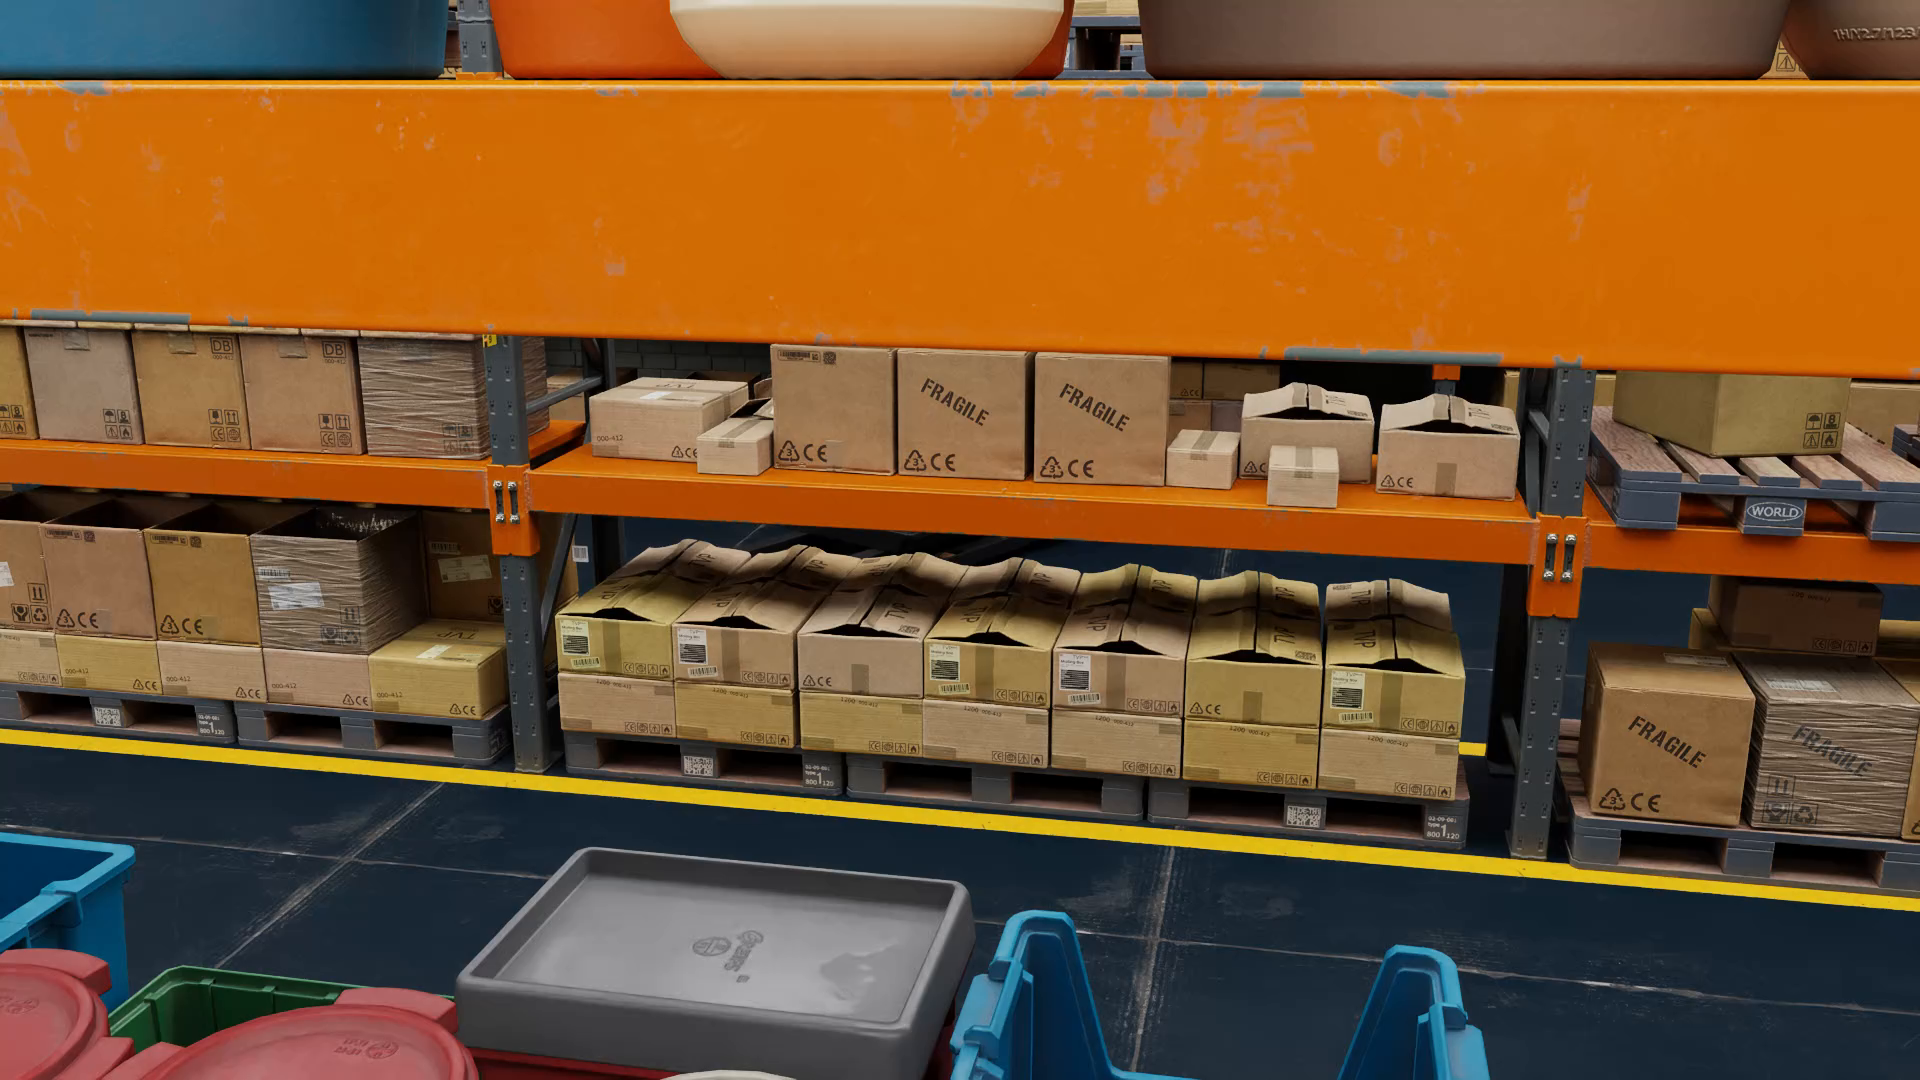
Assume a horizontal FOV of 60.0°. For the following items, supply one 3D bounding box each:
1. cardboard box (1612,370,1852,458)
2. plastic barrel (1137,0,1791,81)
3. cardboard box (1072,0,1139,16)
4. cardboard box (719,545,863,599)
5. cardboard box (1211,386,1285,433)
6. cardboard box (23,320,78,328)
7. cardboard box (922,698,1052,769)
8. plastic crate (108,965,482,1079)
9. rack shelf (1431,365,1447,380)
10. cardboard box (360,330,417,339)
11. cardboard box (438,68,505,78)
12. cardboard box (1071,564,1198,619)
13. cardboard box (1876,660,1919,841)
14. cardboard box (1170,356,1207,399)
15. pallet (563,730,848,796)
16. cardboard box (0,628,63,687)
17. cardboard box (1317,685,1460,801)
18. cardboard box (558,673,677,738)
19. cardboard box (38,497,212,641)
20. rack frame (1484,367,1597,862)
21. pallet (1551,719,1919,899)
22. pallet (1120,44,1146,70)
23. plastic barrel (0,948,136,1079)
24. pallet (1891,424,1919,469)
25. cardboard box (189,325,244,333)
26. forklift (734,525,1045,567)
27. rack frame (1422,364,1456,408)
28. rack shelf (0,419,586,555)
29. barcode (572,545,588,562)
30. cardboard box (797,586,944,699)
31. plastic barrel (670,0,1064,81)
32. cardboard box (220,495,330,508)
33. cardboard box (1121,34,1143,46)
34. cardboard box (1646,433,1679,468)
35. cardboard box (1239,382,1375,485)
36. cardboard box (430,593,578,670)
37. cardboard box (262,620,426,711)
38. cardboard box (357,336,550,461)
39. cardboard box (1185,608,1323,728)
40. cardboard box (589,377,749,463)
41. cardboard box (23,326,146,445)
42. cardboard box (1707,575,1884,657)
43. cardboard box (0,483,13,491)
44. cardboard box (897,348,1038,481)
[{"bbox_3d":[2.855,-0.630,6.174,0.500,0.500,0.700,-2,16,-8],"label":"cardboard box"},{"bbox_3d":[0.463,-0.876,1.476,0.600,0.901,0.600,0,15,0],"label":"plastic barrel"},{"bbox_3d":[0.684,-2.025,6.060,0.500,0.250,0.500,3,16,10],"label":"cardboard box"},{"bbox_3d":[-0.739,0.229,7.361,0.500,0.311,0.500,4,16,13],"label":"cardboard box"},{"bbox_3d":[2.001,-0.770,11.510,0.500,0.500,0.700,3,16,11],"label":"cardboard box"},{"bbox_3d":[-3.776,-1.011,7.120,0.250,0.149,0.380,3,16,12],"label":"cardboard box"},{"bbox_3d":[0.149,0.694,6.731,0.500,0.250,0.500,3,16,12],"label":"cardboard box"},{"bbox_3d":[-0.932,0.820,2.310,0.662,0.188,0.450,3,16,11],"label":"plastic crate"},{"bbox_3d":[1.239,-1.439,11.417,4.000,0.370,1.077,3,16,11],"label":"rack shelf"},{"bbox_3d":[-2.255,-0.929,6.826,0.250,0.149,0.380,3,16,10],"label":"cardboard box"},{"bbox_3d":[-3.334,-3.461,11.524,0.500,0.500,0.500,4,16,14],"label":"cardboard box"},{"bbox_3d":[0.745,0.311,7.065,0.500,0.311,0.500,3,16,10],"label":"cardboard box"},{"bbox_3d":[3.609,0.762,5.979,0.500,0.500,0.500,3,16,10],"label":"cardboard box"},{"bbox_3d":[1.432,-1.146,11.464,0.500,0.250,0.500,3,16,11],"label":"cardboard box"},{"bbox_3d":[-0.975,0.776,7.294,1.213,0.211,1.003,3,16,11],"label":"pallet"},{"bbox_3d":[-4.162,0.453,7.603,0.500,0.250,0.500,3,16,11],"label":"cardboard box"},{"bbox_3d":[1.651,0.775,6.440,0.500,0.250,0.500,3,16,12],"label":"cardboard box"},{"bbox_3d":[-1.359,0.613,7.026,0.500,0.250,0.500,3,16,10],"label":"cardboard box"},{"bbox_3d":[-3.674,0.119,7.402,0.500,0.500,0.500,3,16,11],"label":"cardboard box"},{"bbox_3d":[2.215,-0.384,6.258,0.127,3.000,1.000,3,16,11],"label":"rack frame"},{"bbox_3d":[2.939,1.010,6.451,1.213,0.211,1.003,3,16,11],"label":"pallet"},{"bbox_3d":[0.880,-3.133,10.914,1.003,0.211,1.213,3,16,11],"label":"pallet"},{"bbox_3d":[-1.082,0.781,1.799,0.433,0.535,0.433,0,15,0],"label":"plastic barrel"},{"bbox_3d":[4.122,-0.189,5.915,1.213,0.211,1.003,3,16,11],"label":"pallet"},{"bbox_3d":[-3.010,-0.970,6.973,0.250,0.149,0.380,3,16,11],"label":"cardboard box"},{"bbox_3d":[-0.395,-1.283,9.633,1.130,2.935,3.031,12,20,37],"label":"forklift"},{"bbox_3d":[3.199,-1.680,10.937,0.127,3.000,1.000,3,16,11],"label":"rack frame"},{"bbox_3d":[-3.664,-0.356,7.506,4.000,0.370,1.077,3,16,11],"label":"rack shelf"},{"bbox_3d":[-1.537,0.056,6.731,0.075,0.075,0.001,3,16,11],"label":"barcode"},{"bbox_3d":[-0.352,0.398,6.748,0.500,0.311,0.500,3,16,9],"label":"cardboard box"},{"bbox_3d":[-0.068,-0.474,1.223,0.301,0.262,0.301,0,15,0],"label":"plastic barrel"},{"bbox_3d":[-3.076,0.005,7.814,0.500,0.500,0.500,3,16,11],"label":"cardboard box"},{"bbox_3d":[1.007,-3.473,10.818,0.500,0.500,0.500,3,16,9],"label":"cardboard box"},{"bbox_3d":[4.750,-0.724,10.729,0.750,0.750,0.750,3,16,11],"label":"cardboard box"},{"bbox_3d":[1.378,-0.439,6.625,0.500,0.311,0.500,3,16,10],"label":"cardboard box"},{"bbox_3d":[-2.098,0.422,7.713,0.500,0.250,0.500,3,16,11],"label":"cardboard box"},{"bbox_3d":[-2.690,0.530,7.325,0.500,0.250,0.500,3,16,11],"label":"cardboard box"},{"bbox_3d":[-2.141,-0.667,7.092,0.500,0.500,0.700,3,16,10],"label":"cardboard box"},{"bbox_3d":[1.142,0.479,6.456,0.500,0.311,0.500,3,16,10],"label":"cardboard box"},{"bbox_3d":[-1.213,-0.509,6.993,0.500,0.250,0.500,4,16,15],"label":"cardboard box"},{"bbox_3d":[-3.652,-0.748,7.385,0.500,0.500,0.700,4,16,13],"label":"cardboard box"},{"bbox_3d":[3.235,0.238,6.468,0.500,0.250,0.500,4,16,13],"label":"cardboard box"},{"bbox_3d":[-5.039,-0.097,8.183,0.500,0.500,0.500,3,16,11],"label":"cardboard box"},{"bbox_3d":[0.052,-0.545,6.653,0.500,0.500,0.500,3,16,11],"label":"cardboard box"}]
